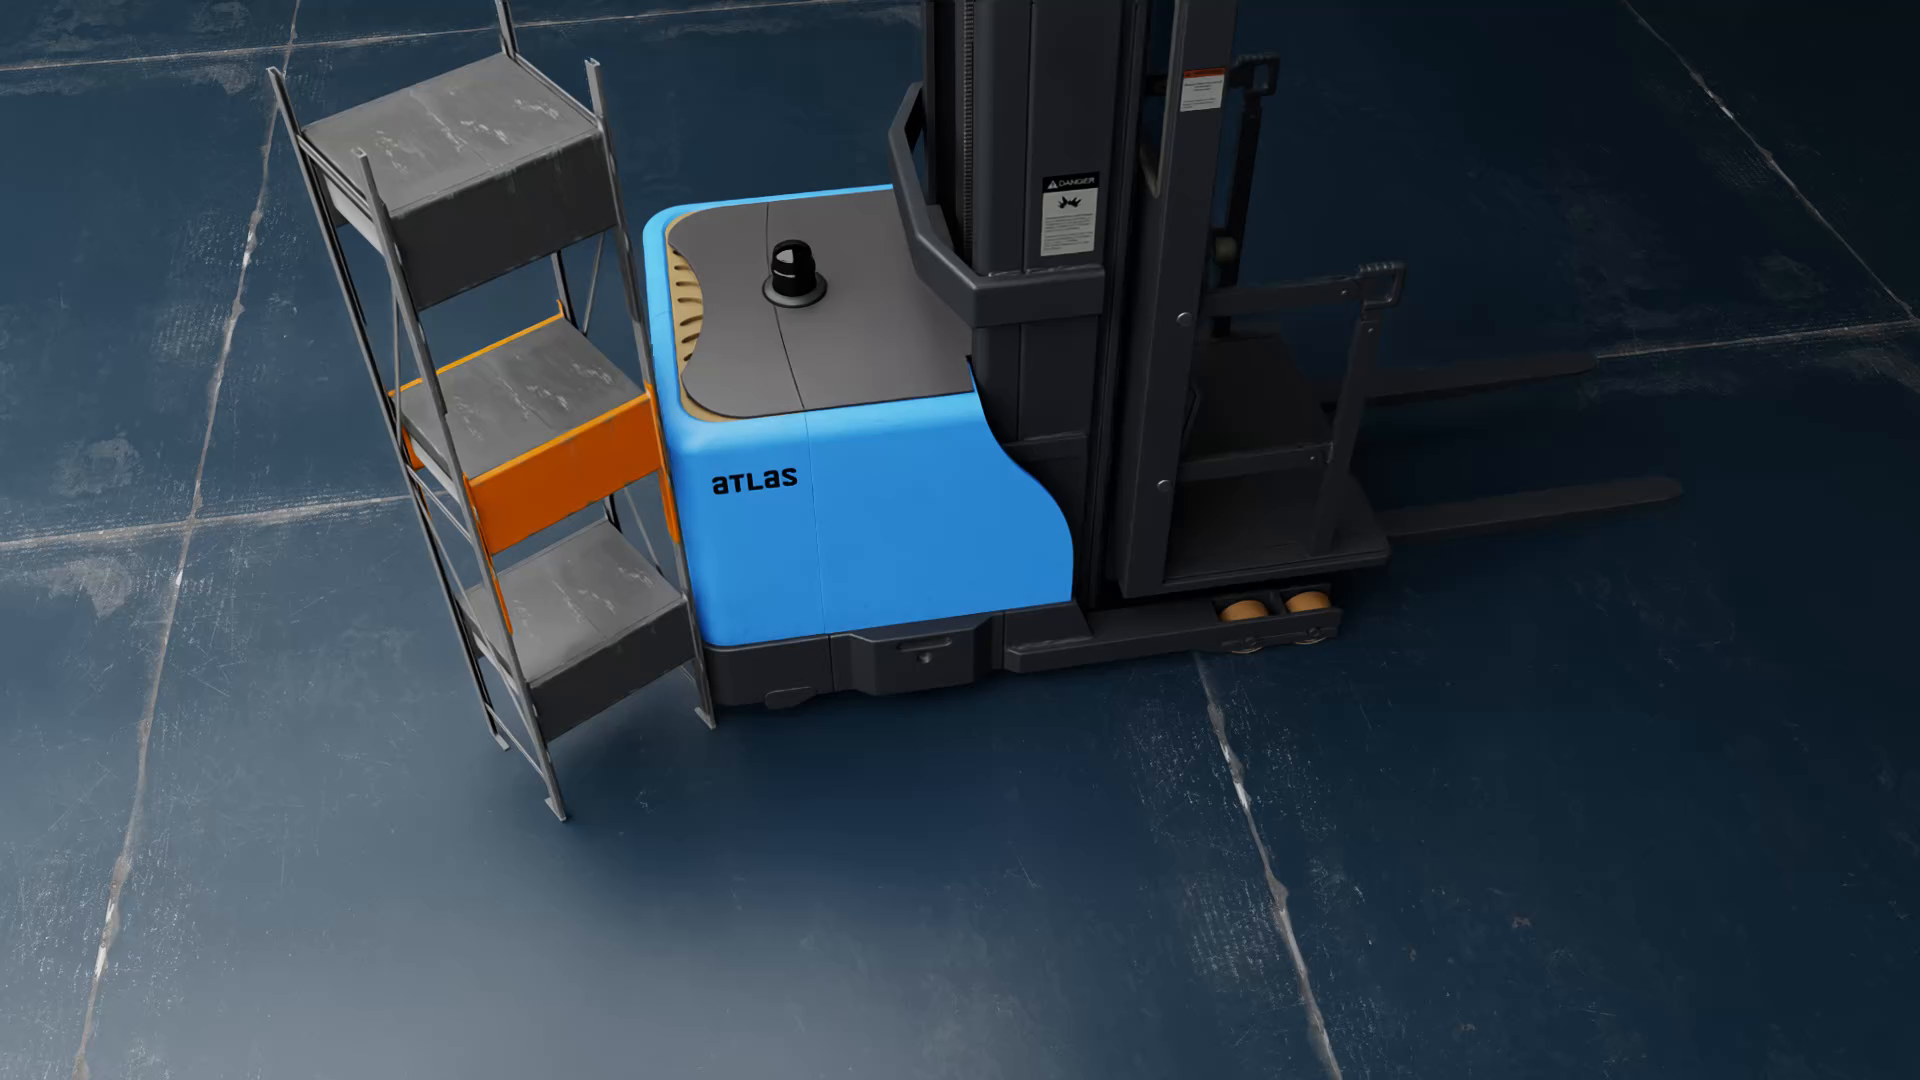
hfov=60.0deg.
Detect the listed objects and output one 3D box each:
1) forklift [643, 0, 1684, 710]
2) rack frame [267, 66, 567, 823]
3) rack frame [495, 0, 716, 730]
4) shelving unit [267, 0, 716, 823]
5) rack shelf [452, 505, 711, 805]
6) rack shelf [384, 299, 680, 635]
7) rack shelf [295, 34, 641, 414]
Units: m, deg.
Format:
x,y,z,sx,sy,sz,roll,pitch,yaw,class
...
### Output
x,y,z,sx,sy,sz,roll,pitch,yaw,class
0.667,-1.051,4.227,3.031,2.935,1.130,-7,47,-7,forklift
-1.203,-0.075,3.864,0.015,2.100,0.400,-31,54,-26,rack frame
-0.829,-0.300,4.080,0.015,2.100,0.400,-31,54,-26,rack frame
-1.016,-0.188,3.972,0.503,2.100,0.431,-31,54,-26,shelving unit
-1.015,0.307,4.486,0.480,0.518,0.431,-31,54,-26,rack shelf
-1.016,-0.178,3.982,0.480,0.518,0.431,-31,54,-26,rack shelf
-1.017,-0.664,3.477,0.480,0.518,0.431,-31,54,-26,rack shelf
